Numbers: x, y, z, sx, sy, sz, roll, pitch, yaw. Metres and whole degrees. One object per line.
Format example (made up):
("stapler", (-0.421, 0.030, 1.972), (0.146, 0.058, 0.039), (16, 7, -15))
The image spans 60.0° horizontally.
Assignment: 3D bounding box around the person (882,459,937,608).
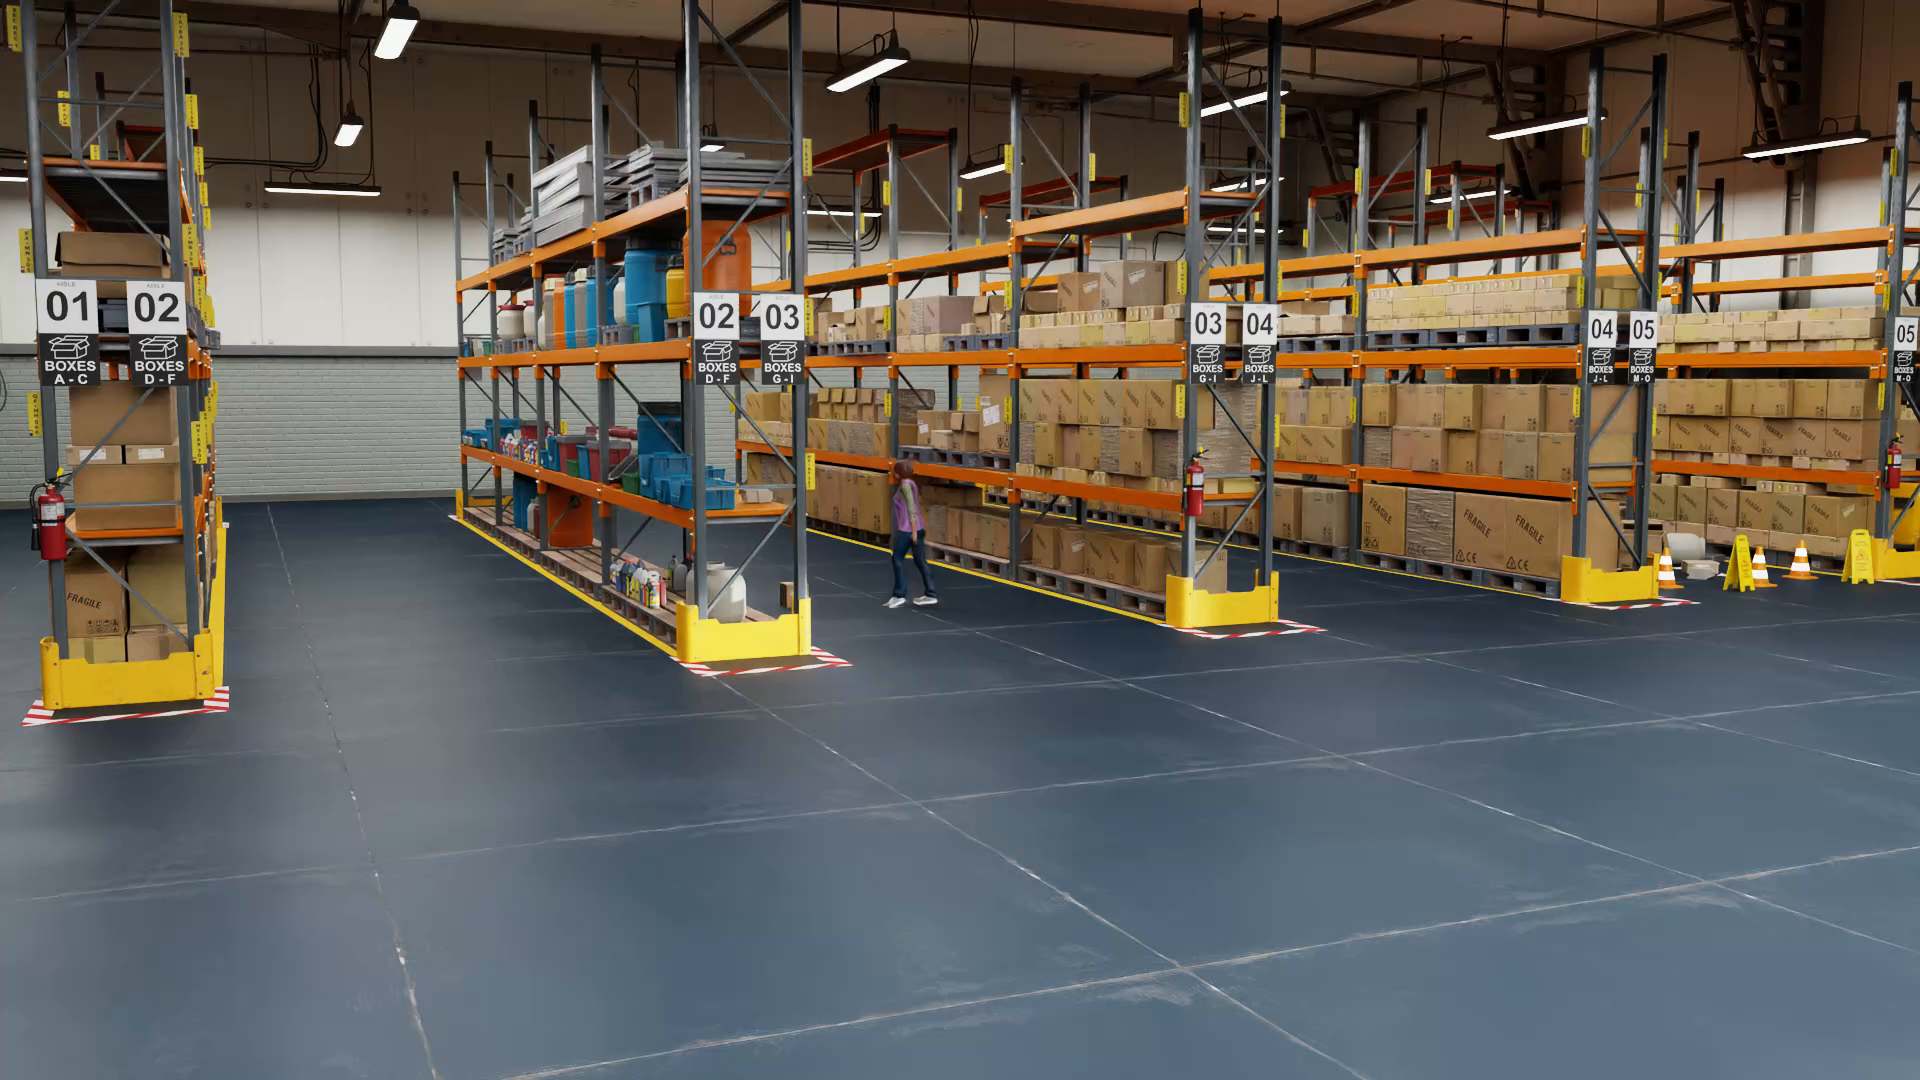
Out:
("person", (-0.521, -0.064, 17.956), (0.575, 1.619, 0.441), (2, 6, 15))
